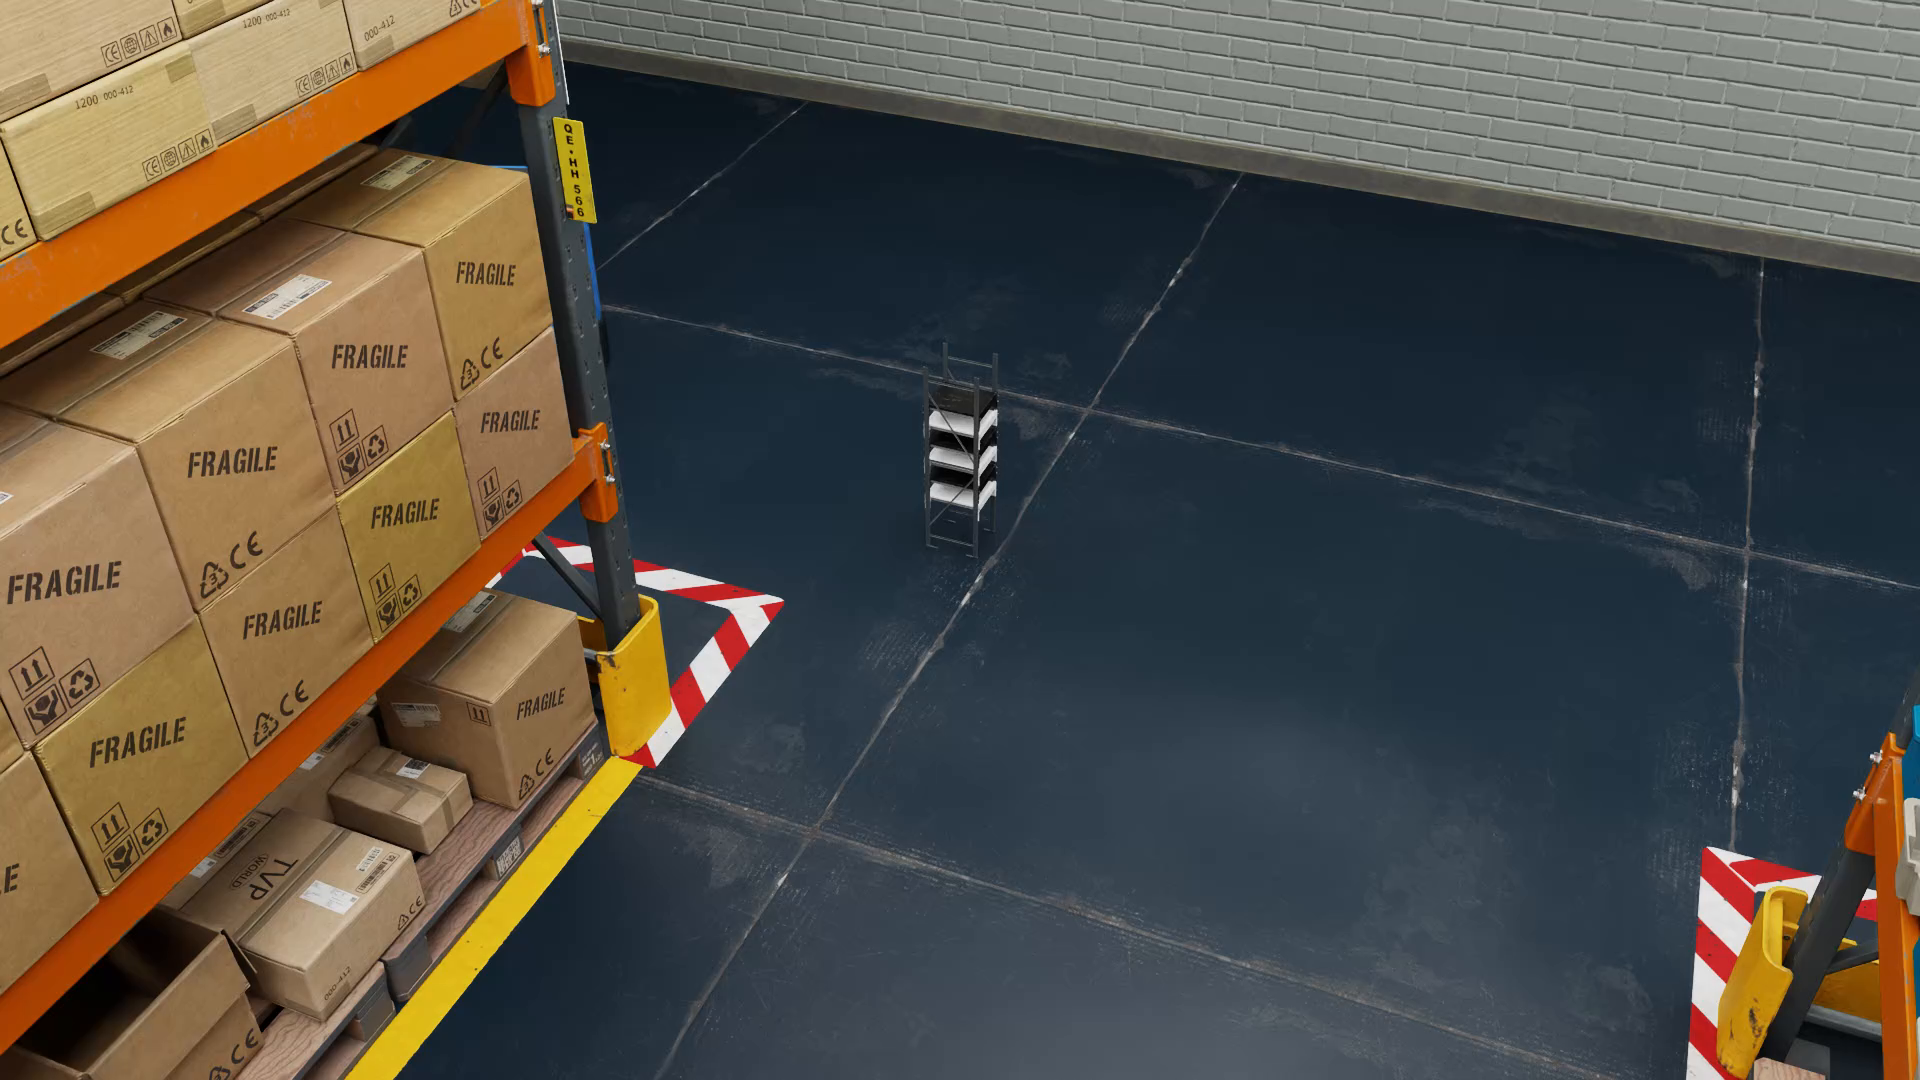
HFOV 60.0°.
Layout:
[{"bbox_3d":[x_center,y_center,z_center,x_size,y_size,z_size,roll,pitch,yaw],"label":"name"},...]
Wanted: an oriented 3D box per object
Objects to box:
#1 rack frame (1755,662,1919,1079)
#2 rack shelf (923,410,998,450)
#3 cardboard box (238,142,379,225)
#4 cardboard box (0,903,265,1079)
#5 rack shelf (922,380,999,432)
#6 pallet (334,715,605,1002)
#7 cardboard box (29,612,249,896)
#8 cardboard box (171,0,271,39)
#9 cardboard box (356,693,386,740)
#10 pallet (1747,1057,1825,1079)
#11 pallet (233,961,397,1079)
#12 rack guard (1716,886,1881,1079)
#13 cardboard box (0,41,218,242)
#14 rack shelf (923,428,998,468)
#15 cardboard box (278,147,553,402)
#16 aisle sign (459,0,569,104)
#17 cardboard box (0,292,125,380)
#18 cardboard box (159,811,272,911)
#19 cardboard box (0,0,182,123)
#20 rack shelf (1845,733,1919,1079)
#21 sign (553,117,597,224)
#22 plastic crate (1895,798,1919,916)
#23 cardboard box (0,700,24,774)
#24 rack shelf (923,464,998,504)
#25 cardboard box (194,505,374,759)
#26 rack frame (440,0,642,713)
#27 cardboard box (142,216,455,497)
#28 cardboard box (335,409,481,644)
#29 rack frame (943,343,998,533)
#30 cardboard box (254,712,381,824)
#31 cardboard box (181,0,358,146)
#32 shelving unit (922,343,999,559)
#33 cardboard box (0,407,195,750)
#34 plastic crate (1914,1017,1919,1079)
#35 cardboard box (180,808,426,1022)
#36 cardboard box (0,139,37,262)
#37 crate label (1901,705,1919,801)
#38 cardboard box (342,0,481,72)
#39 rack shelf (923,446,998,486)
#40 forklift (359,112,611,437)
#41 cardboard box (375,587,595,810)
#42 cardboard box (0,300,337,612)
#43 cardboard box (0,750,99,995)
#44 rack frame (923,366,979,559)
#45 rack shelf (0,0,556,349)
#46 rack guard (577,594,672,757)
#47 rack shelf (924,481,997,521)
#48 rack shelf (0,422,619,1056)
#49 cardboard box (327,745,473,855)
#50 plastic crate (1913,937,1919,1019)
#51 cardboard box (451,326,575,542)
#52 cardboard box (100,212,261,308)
[{"bbox_3d":[2.917,0.475,4.109,1.000,3.000,0.127,14,39,18],"label":"rack frame"},{"bbox_3d":[0.003,-0.482,6.899,0.258,0.077,0.200,14,39,18],"label":"rack shelf"},{"bbox_3d":[-2.075,-0.910,5.043,0.500,0.500,0.500,15,39,19],"label":"cardboard box"},{"bbox_3d":[-2.474,1.342,4.667,0.797,0.503,0.637,14,39,18],"label":"cardboard box"},{"bbox_3d":[0.003,-0.555,6.845,0.258,0.077,0.200,14,39,18],"label":"rack shelf"},{"bbox_3d":[-1.993,0.946,5.809,1.003,0.211,1.213,14,39,18],"label":"pallet"},{"bbox_3d":[-2.162,0.457,4.050,0.500,0.500,0.500,13,39,17],"label":"cardboard box"},{"bbox_3d":[-1.812,-1.377,3.789,0.500,0.250,0.500,14,39,18],"label":"cardboard box"},{"bbox_3d":[-2.234,0.596,5.947,0.380,0.166,0.250,14,39,18],"label":"cardboard box"},{"bbox_3d":[2.568,2.040,4.344,1.003,0.211,1.213,14,39,18],"label":"pallet"},{"bbox_3d":[-2.459,1.619,4.908,1.003,0.211,1.213,14,39,18],"label":"pallet"},{"bbox_3d":[2.914,1.460,4.879,1.175,0.500,0.348,14,39,18],"label":"rack guard"},{"bbox_3d":[-1.992,-0.898,3.566,0.500,0.250,0.500,14,39,18],"label":"cardboard box"},{"bbox_3d":[0.003,-0.410,6.953,0.258,0.077,0.200,14,39,18],"label":"rack shelf"},{"bbox_3d":[-1.577,-0.787,4.878,0.500,0.500,0.500,14,39,17],"label":"cardboard box"},{"bbox_3d":[-1.353,-1.664,4.800,0.394,0.787,0.004,14,39,18],"label":"aisle sign"},{"bbox_3d":[-2.462,-0.343,4.285,0.500,0.500,0.500,14,39,18],"label":"cardboard box"},{"bbox_3d":[-2.512,1.060,5.255,0.500,0.250,0.500,14,39,18],"label":"cardboard box"},{"bbox_3d":[-2.006,-1.101,3.420,0.500,0.250,0.500,14,39,18],"label":"cardboard box"},{"bbox_3d":[2.156,1.871,2.842,1.077,0.370,4.000,14,39,18],"label":"rack shelf"},{"bbox_3d":[-1.156,-1.108,4.996,0.100,0.325,0.005,14,39,18],"label":"sign"},{"bbox_3d":[2.320,0.777,3.875,0.250,0.136,0.298,14,39,18],"label":"plastic crate"},{"bbox_3d":[-2.353,0.352,3.355,0.500,0.500,0.500,13,39,16],"label":"cardboard box"},{"bbox_3d":[0.003,-0.266,7.060,0.258,0.077,0.200,14,39,18],"label":"rack shelf"},{"bbox_3d":[-1.970,0.178,4.423,0.500,0.500,0.500,14,39,18],"label":"cardboard box"},{"bbox_3d":[-1.662,-0.655,5.621,1.000,3.000,0.127,14,39,18],"label":"rack frame"},{"bbox_3d":[-1.769,-0.507,4.504,0.500,0.500,0.500,15,39,19],"label":"cardboard box"},{"bbox_3d":[-1.775,-0.097,4.791,0.500,0.500,0.500,14,39,18],"label":"cardboard box"},{"bbox_3d":[0.042,-0.421,7.062,0.240,0.900,0.006,14,39,18],"label":"rack frame"},{"bbox_3d":[-2.322,0.783,5.626,0.500,0.250,0.500,14,39,18],"label":"cardboard box"},{"bbox_3d":[-1.814,-1.178,3.940,0.500,0.250,0.500,14,39,18],"label":"cardboard box"},{"bbox_3d":[0.003,-0.365,6.987,0.258,0.900,0.210,14,39,18],"label":"shelving unit"},{"bbox_3d":[-2.157,0.066,3.738,0.500,0.500,0.500,15,39,19],"label":"cardboard box"},{"bbox_3d":[2.062,1.153,3.372,0.250,0.136,0.298,14,39,18],"label":"plastic crate"},{"bbox_3d":[-2.030,1.146,5.140,0.500,0.250,0.500,14,39,18],"label":"cardboard box"},{"bbox_3d":[-2.198,-0.625,3.200,0.500,0.250,0.500,14,39,18],"label":"cardboard box"},{"bbox_3d":[2.519,0.580,4.058,0.416,0.233,0.303,14,39,18],"label":"crate label"},{"bbox_3d":[-1.614,-1.452,4.307,0.500,0.250,0.500,14,39,18],"label":"cardboard box"},{"bbox_3d":[0.003,-0.338,7.007,0.258,0.077,0.200,14,39,18],"label":"rack shelf"},{"bbox_3d":[-3.289,-1.819,7.235,3.031,2.935,1.130,2,37,2],"label":"forklift"},{"bbox_3d":[-1.641,0.527,5.760,0.500,0.500,0.500,14,39,18],"label":"cardboard box"},{"bbox_3d":[-1.962,-0.219,4.118,0.500,0.500,0.500,15,39,19],"label":"cardboard box"},{"bbox_3d":[-2.354,0.739,3.673,0.500,0.500,0.500,14,39,18],"label":"cardboard box"},{"bbox_3d":[-0.036,-0.309,6.911,0.240,0.900,0.006,14,39,18],"label":"rack frame"},{"bbox_3d":[-2.423,-0.461,3.457,1.077,0.370,4.000,14,39,18],"label":"rack shelf"},{"bbox_3d":[-1.691,0.388,6.313,1.175,0.500,0.348,14,39,18],"label":"rack guard"},{"bbox_3d":[0.003,-0.194,7.114,0.258,0.077,0.200,14,39,18],"label":"rack shelf"},{"bbox_3d":[-2.423,0.740,4.355,1.077,0.370,4.000,14,39,18],"label":"rack shelf"},{"bbox_3d":[-1.879,0.864,5.587,0.380,0.166,0.250,14,39,18],"label":"cardboard box"},{"bbox_3d":[2.268,0.945,3.571,0.416,0.233,0.300,14,39,18],"label":"plastic crate"},{"bbox_3d":[-1.581,-0.385,5.176,0.500,0.500,0.500,15,39,19],"label":"cardboard box"},{"bbox_3d":[-2.267,-0.619,4.654,0.500,0.500,0.500,14,39,18],"label":"cardboard box"}]
